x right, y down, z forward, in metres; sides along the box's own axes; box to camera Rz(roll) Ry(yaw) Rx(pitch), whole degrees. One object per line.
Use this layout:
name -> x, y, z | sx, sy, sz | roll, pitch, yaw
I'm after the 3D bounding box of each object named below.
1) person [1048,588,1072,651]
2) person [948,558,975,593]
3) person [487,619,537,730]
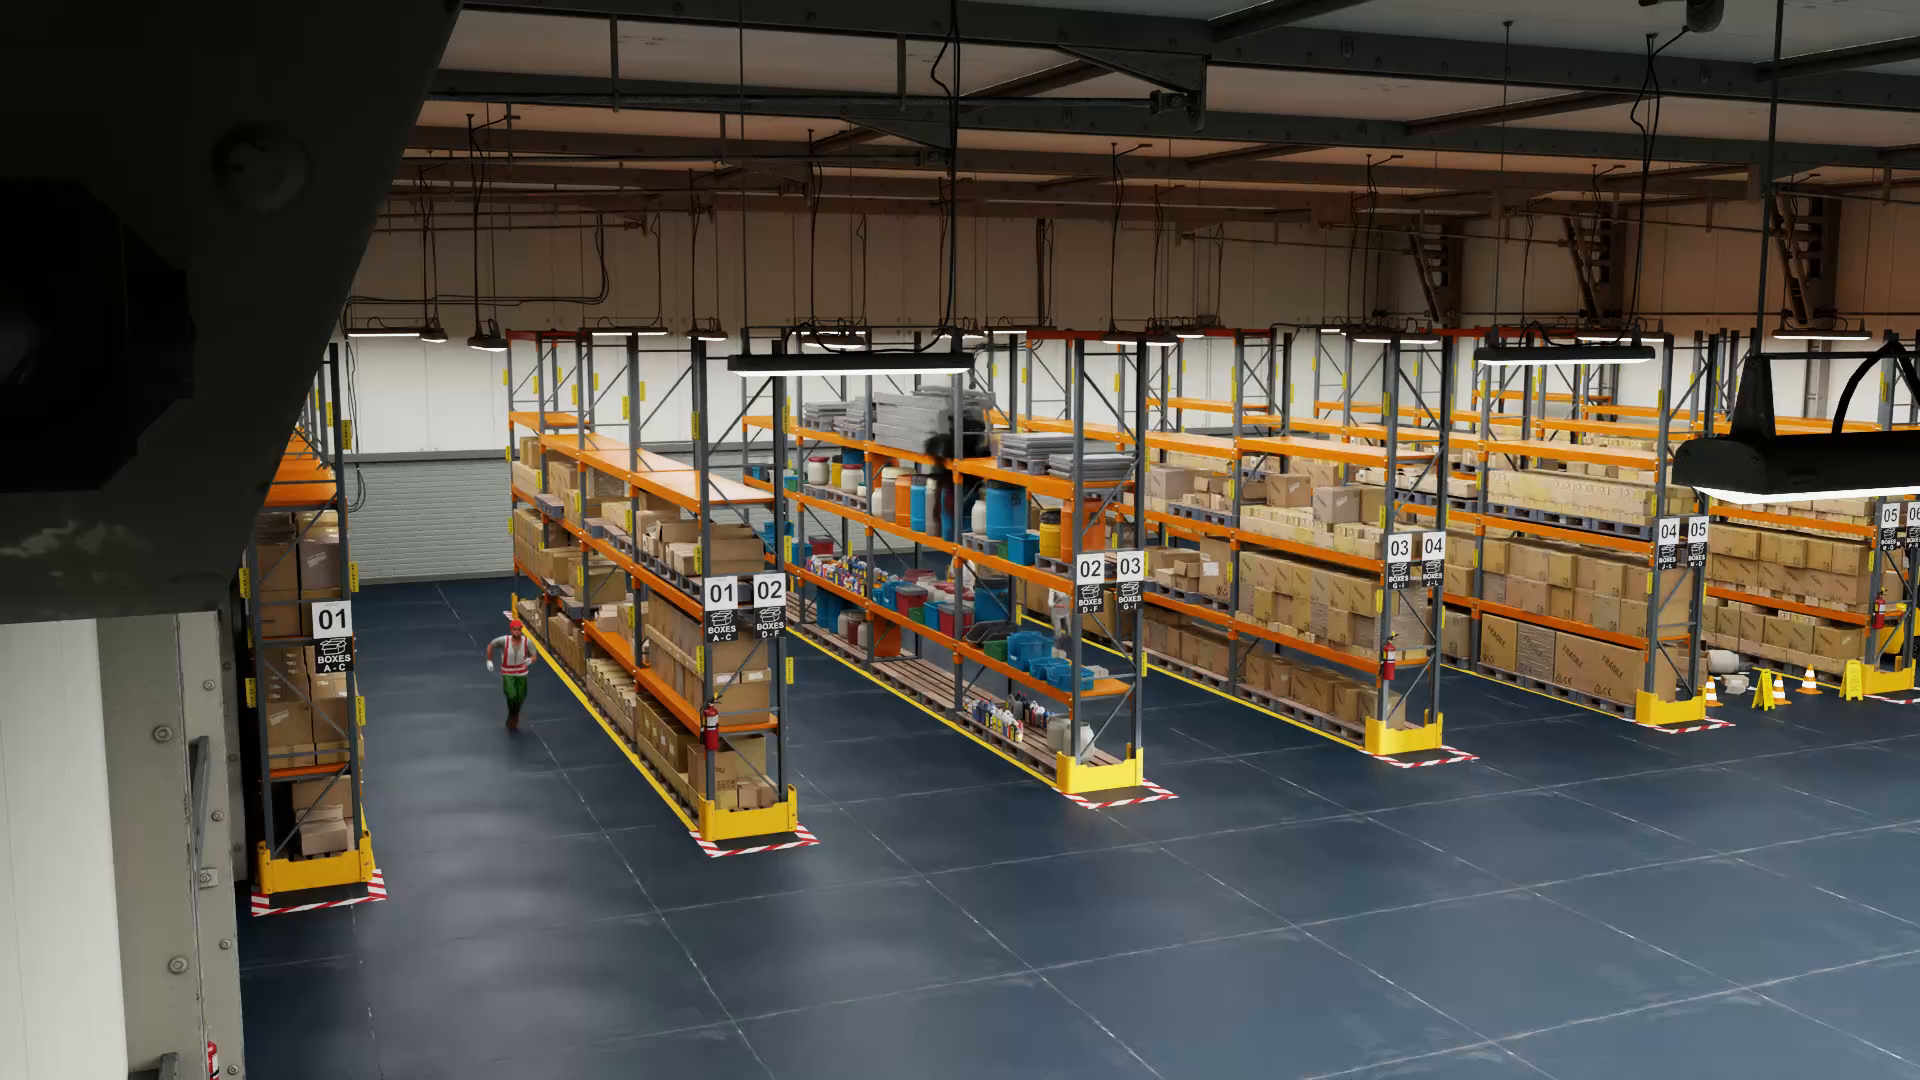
person -> 1.777, 1.352, 28.904 | 0.521, 1.598, 0.573 | -6, 10, -35
person -> 0.036, 1.005, 32.782 | 0.644, 1.820, 1.076 | -4, 9, -24
person -> -6.731, 2.050, 25.098 | 0.707, 1.727, 0.740 | -4, 9, -25
